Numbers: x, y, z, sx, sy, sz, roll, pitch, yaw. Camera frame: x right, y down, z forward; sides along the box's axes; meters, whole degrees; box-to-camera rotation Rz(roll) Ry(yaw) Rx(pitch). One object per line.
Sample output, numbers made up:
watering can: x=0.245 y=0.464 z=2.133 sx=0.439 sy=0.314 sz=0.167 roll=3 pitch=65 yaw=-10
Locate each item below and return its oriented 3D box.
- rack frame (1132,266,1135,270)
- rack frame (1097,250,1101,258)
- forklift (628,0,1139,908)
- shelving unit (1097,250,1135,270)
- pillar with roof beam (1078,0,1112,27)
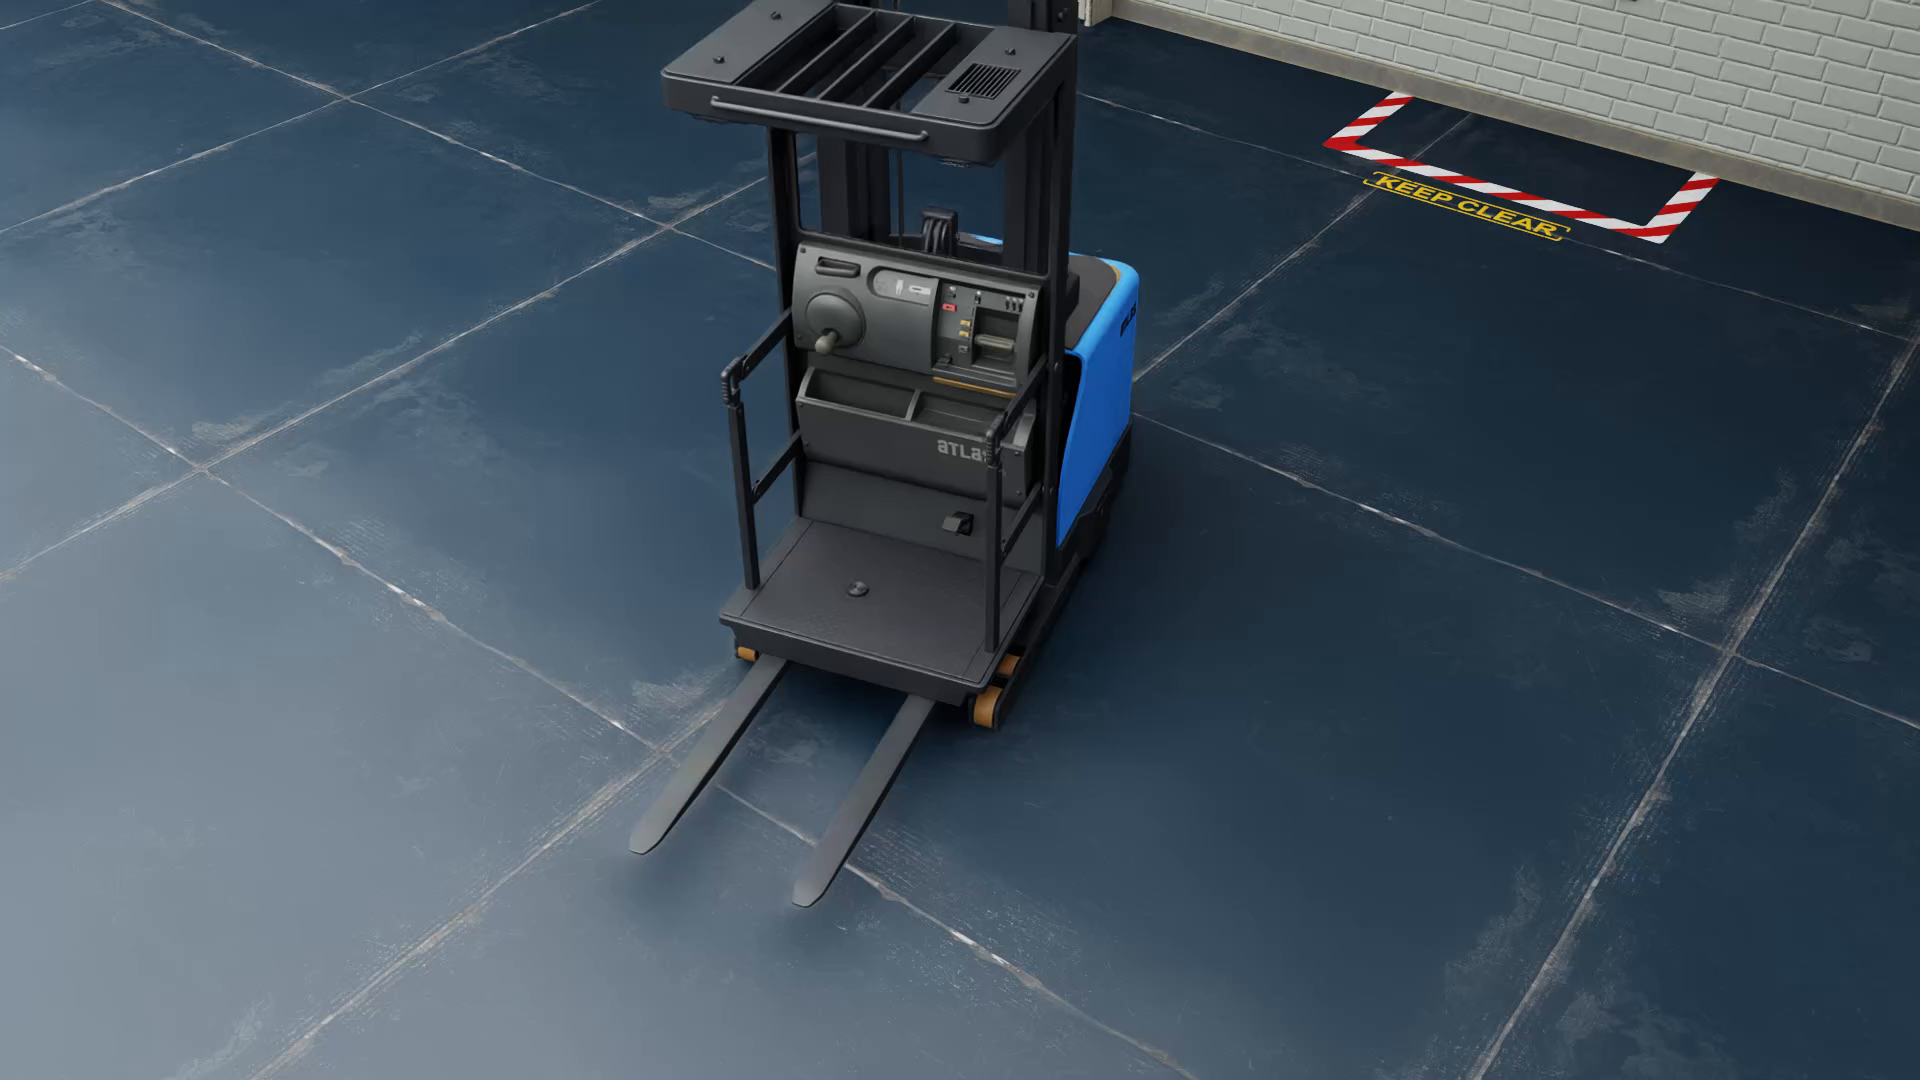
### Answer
rack frame: x=0.680 y=-0.802 z=7.545 sx=0.240 sy=0.900 sz=0.006 roll=-30 pitch=47 yaw=-32
rack frame: x=0.541 y=-0.894 z=7.661 sx=0.240 sy=0.900 sz=0.006 roll=-30 pitch=47 yaw=-32
forklift: x=-0.245 y=-0.734 z=5.810 sx=1.130 sy=2.935 sz=3.031 roll=14 pitch=40 yaw=17
shelving unit: x=0.611 y=-0.848 z=7.603 sx=0.258 sy=0.900 sz=0.210 roll=-30 pitch=47 yaw=-32
pillar with roof beam: x=-1.742 y=-5.278 z=6.691 sx=0.400 sy=9.000 sz=9.100 roll=25 pitch=45 yaw=29
